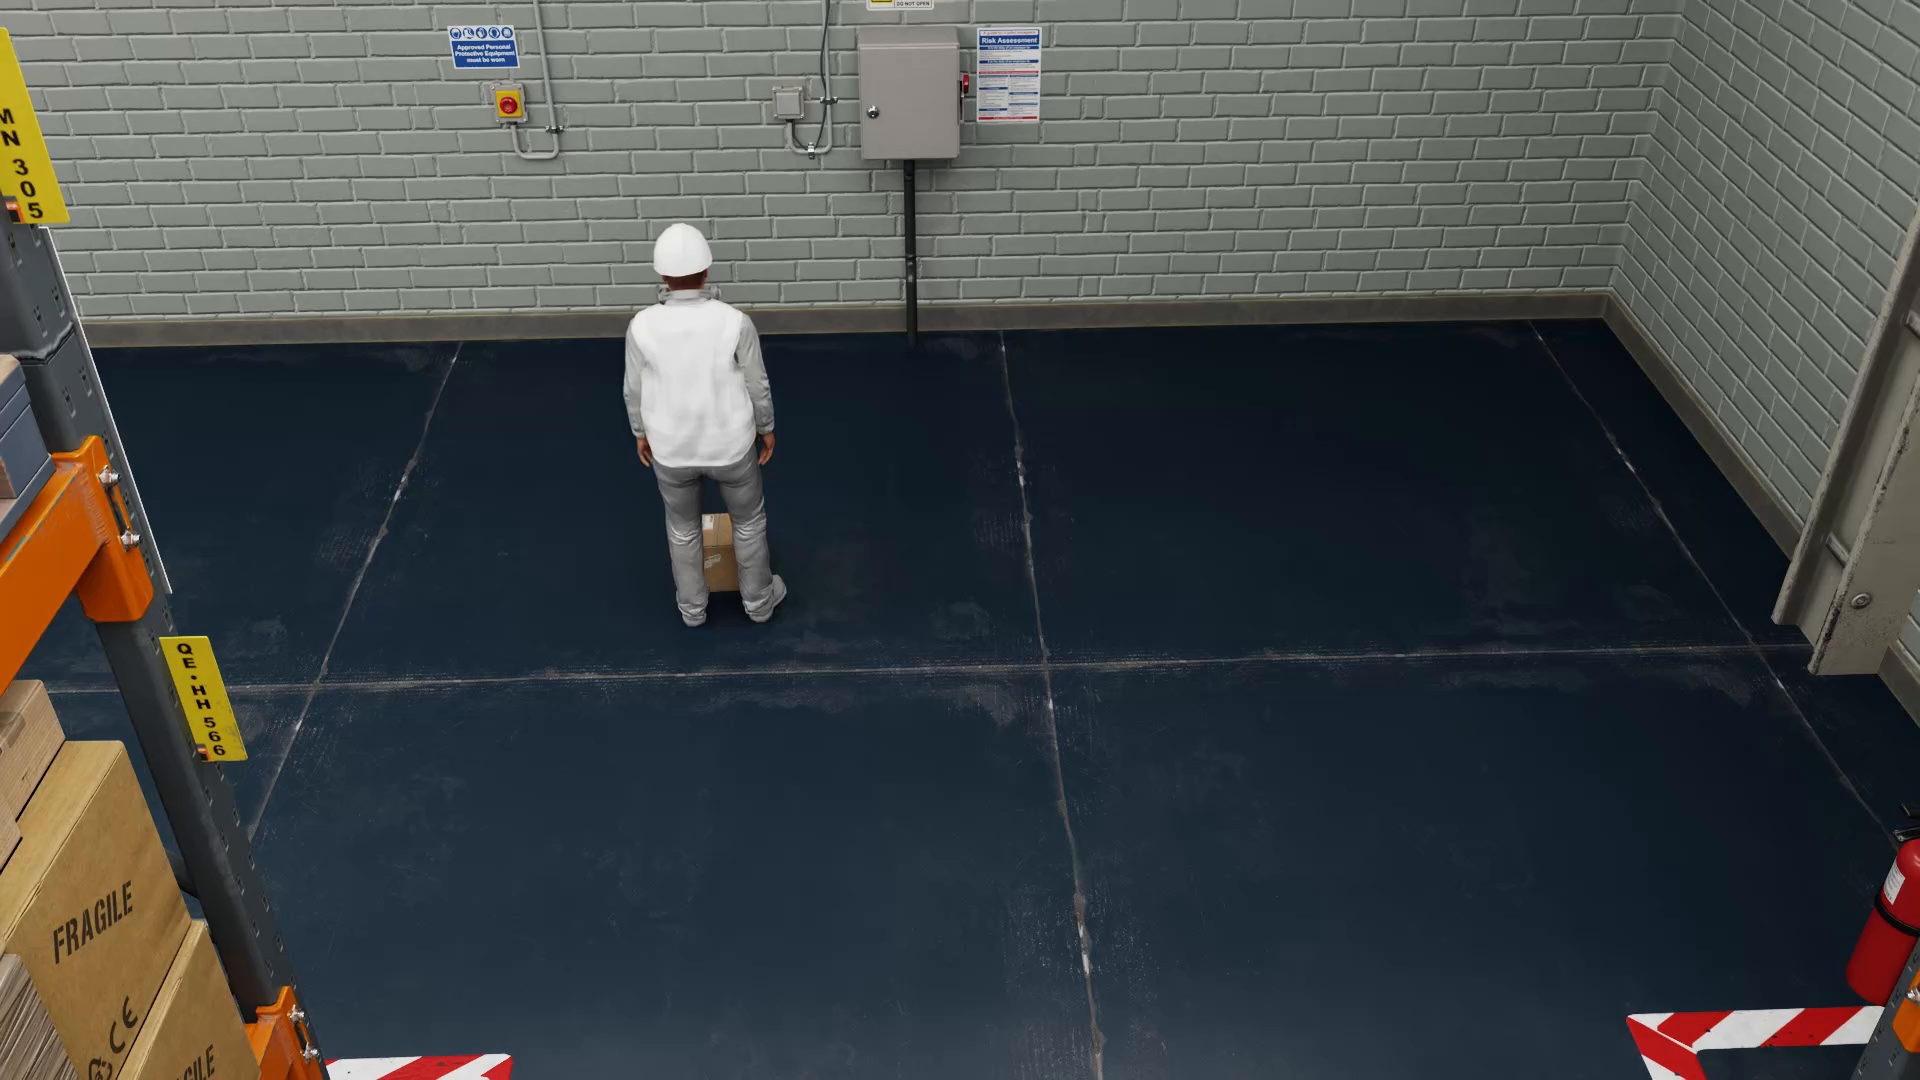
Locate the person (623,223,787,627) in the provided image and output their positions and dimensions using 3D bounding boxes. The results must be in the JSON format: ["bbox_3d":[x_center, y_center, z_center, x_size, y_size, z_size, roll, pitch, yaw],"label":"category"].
[{"bbox_3d":[-1.037,-0.421,6.725,0.580,1.769,0.462,-2,35,-2],"label":"person"}]
